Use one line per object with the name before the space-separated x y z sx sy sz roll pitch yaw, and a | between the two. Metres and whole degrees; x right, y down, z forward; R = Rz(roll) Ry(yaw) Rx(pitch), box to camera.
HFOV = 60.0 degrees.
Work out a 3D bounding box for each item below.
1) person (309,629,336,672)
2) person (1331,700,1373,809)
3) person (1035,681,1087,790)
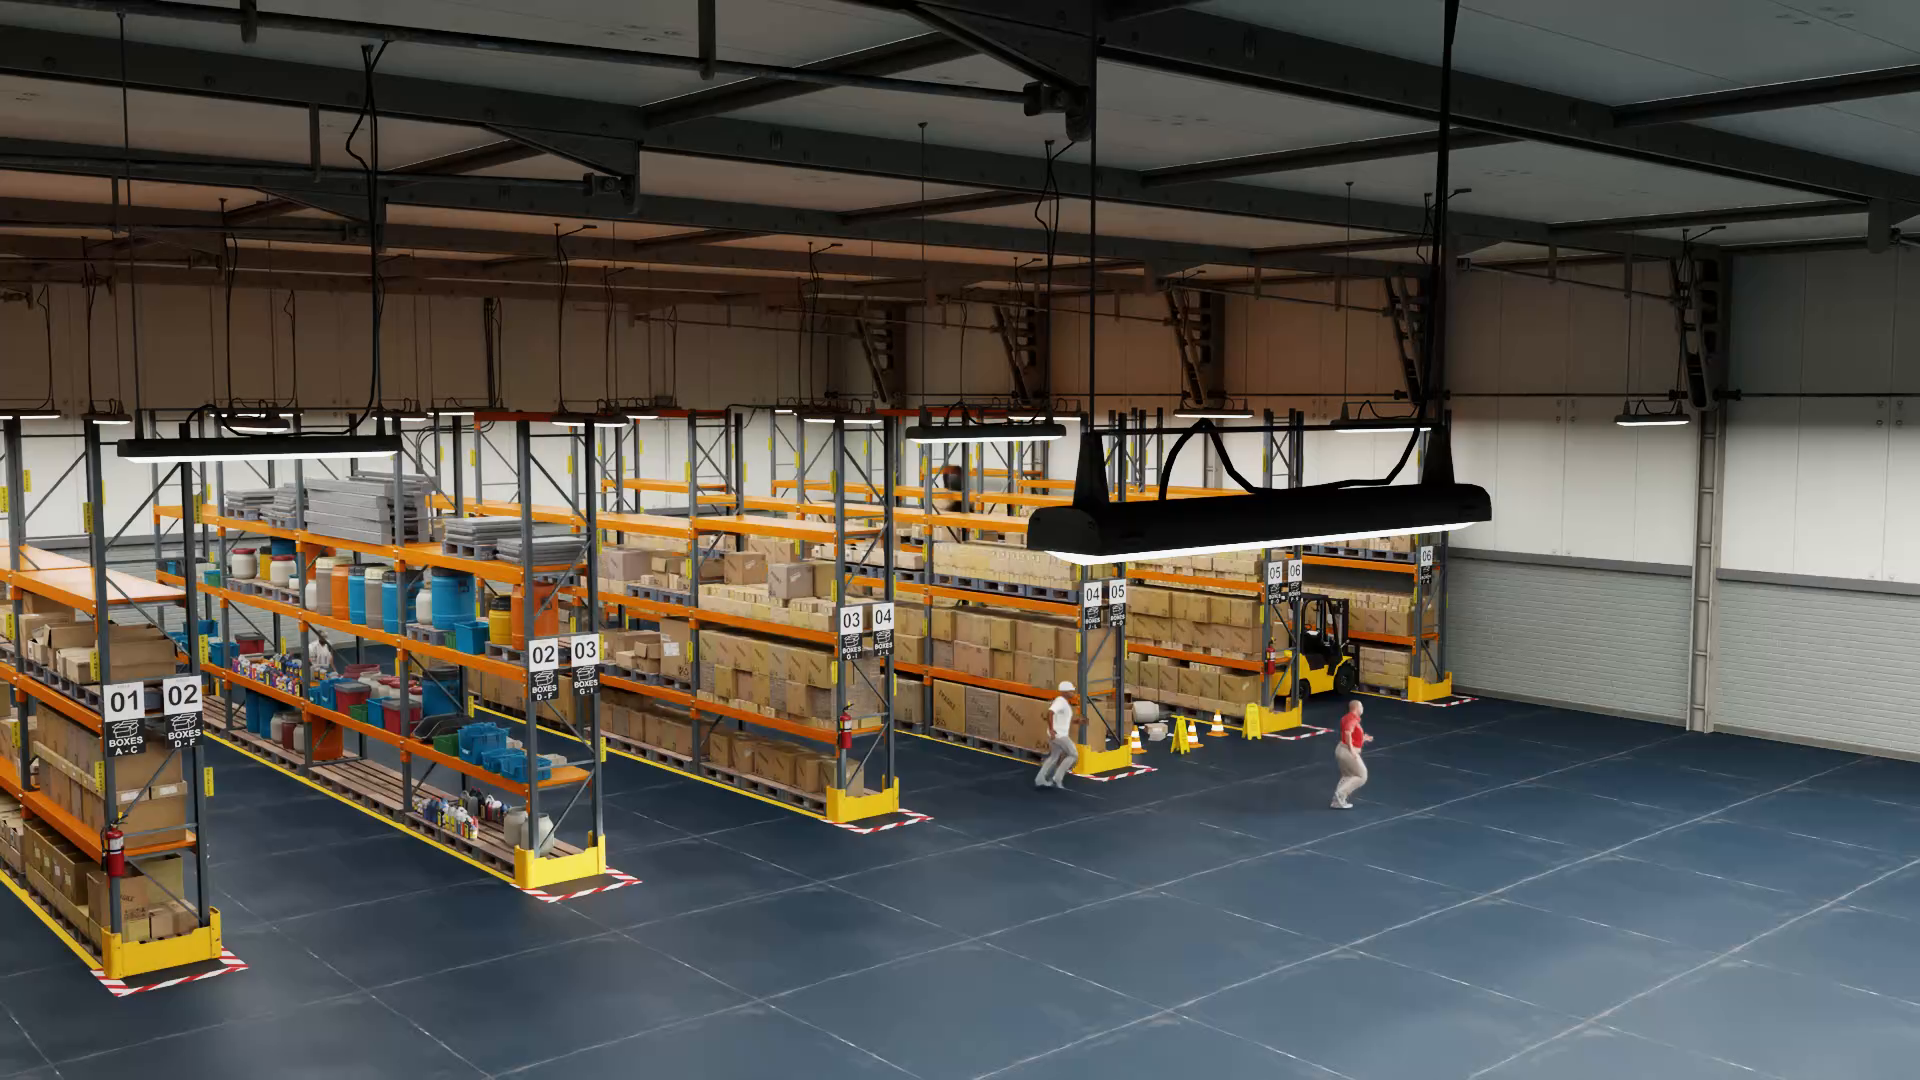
person | -12.903 2.583 33.327 0.806 1.662 0.640 3 6 29
person | 6.022 3.270 25.331 0.685 1.676 0.663 0 5 -5
person | 1.624 3.146 26.603 0.844 1.771 0.679 0 5 -5
